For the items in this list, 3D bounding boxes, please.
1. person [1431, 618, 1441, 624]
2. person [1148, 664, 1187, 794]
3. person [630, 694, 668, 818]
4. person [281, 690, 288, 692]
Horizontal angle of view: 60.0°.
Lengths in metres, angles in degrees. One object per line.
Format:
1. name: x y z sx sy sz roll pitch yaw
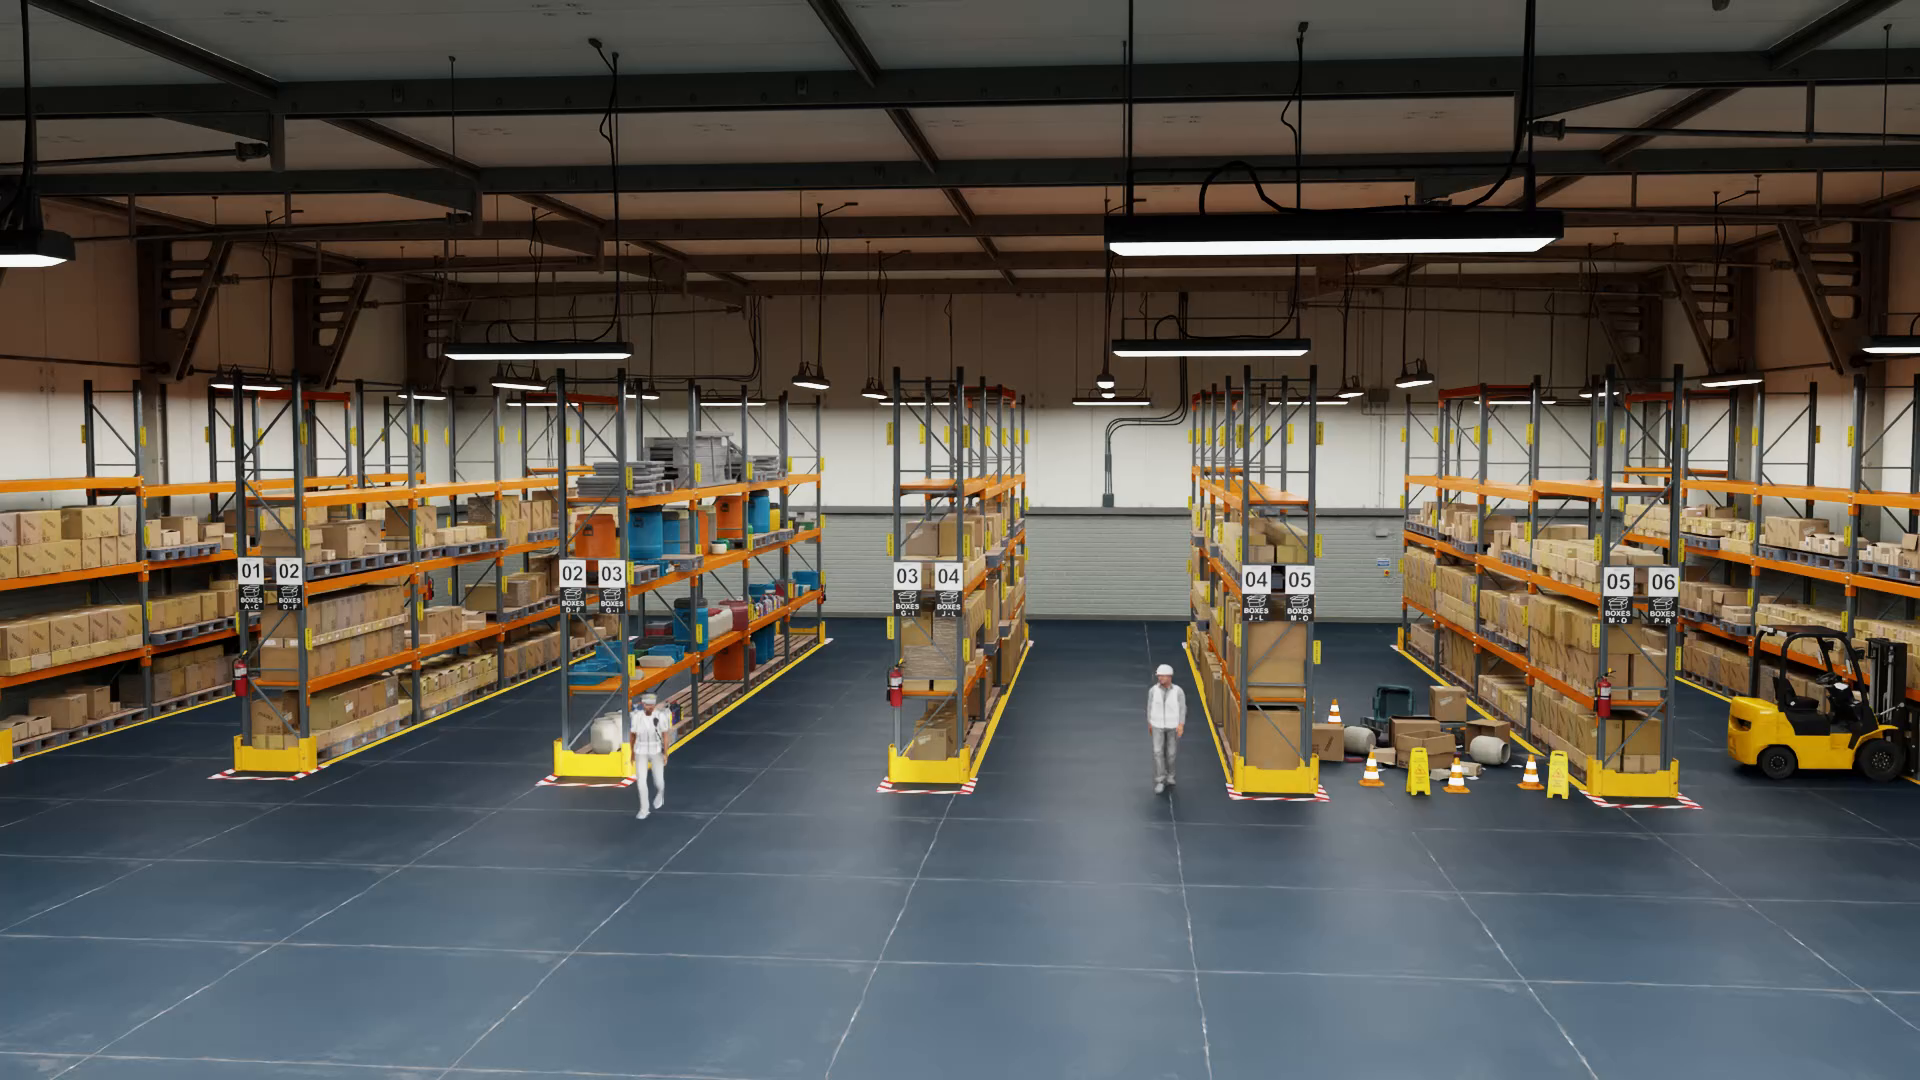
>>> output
1. person: 12.179 1.564 42.195 0.457 1.674 0.483 -1 4 -18
2. person: 2.930 2.646 23.577 0.568 1.752 0.850 1 4 11
3. person: -4.113 2.821 22.020 0.505 1.651 0.587 0 4 -7
4. person: -11.514 2.376 28.581 0.528 1.673 0.976 0 4 -3
